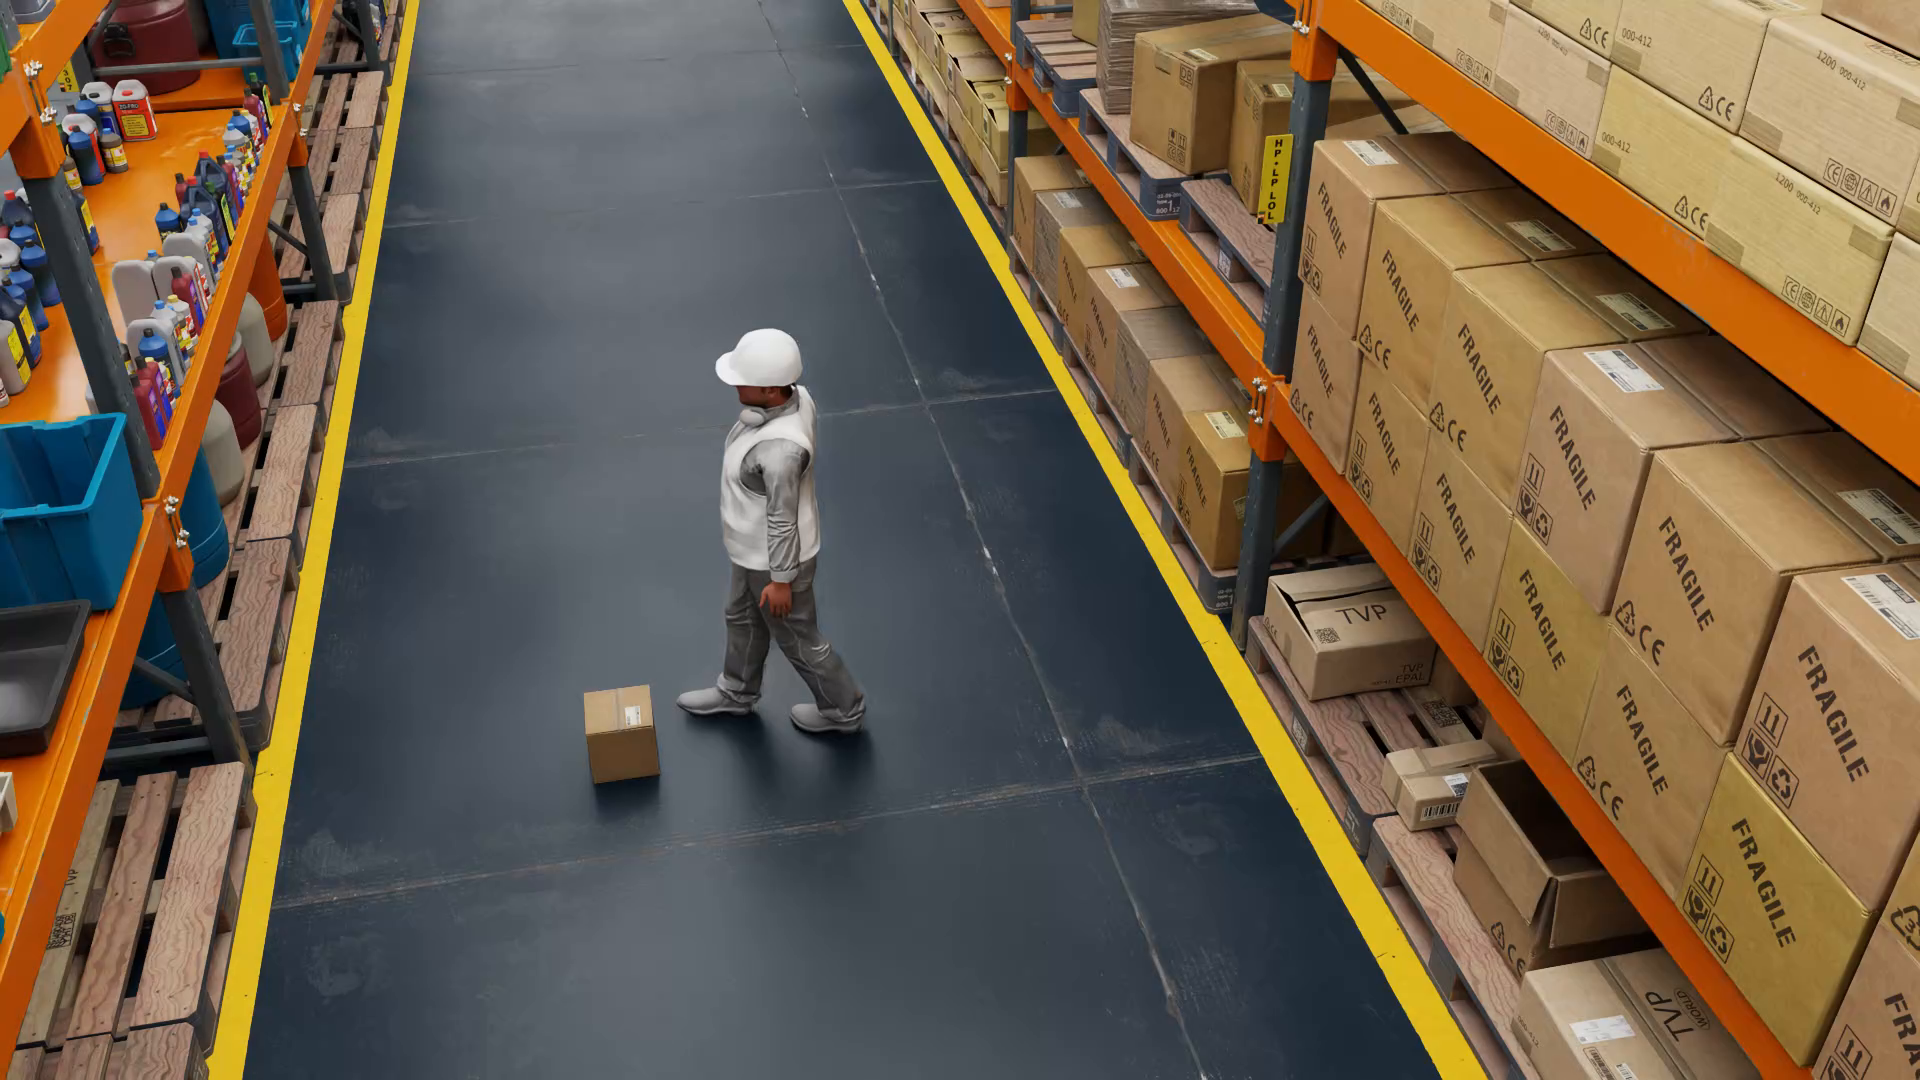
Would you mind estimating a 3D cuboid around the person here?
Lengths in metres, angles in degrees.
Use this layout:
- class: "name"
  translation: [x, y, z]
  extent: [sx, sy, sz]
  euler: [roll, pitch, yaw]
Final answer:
- class: "person"
  translation: [-0.667, 0.072, 6.175]
  extent: [0.595, 1.470, 0.446]
  euler: [-2, 34, -3]
